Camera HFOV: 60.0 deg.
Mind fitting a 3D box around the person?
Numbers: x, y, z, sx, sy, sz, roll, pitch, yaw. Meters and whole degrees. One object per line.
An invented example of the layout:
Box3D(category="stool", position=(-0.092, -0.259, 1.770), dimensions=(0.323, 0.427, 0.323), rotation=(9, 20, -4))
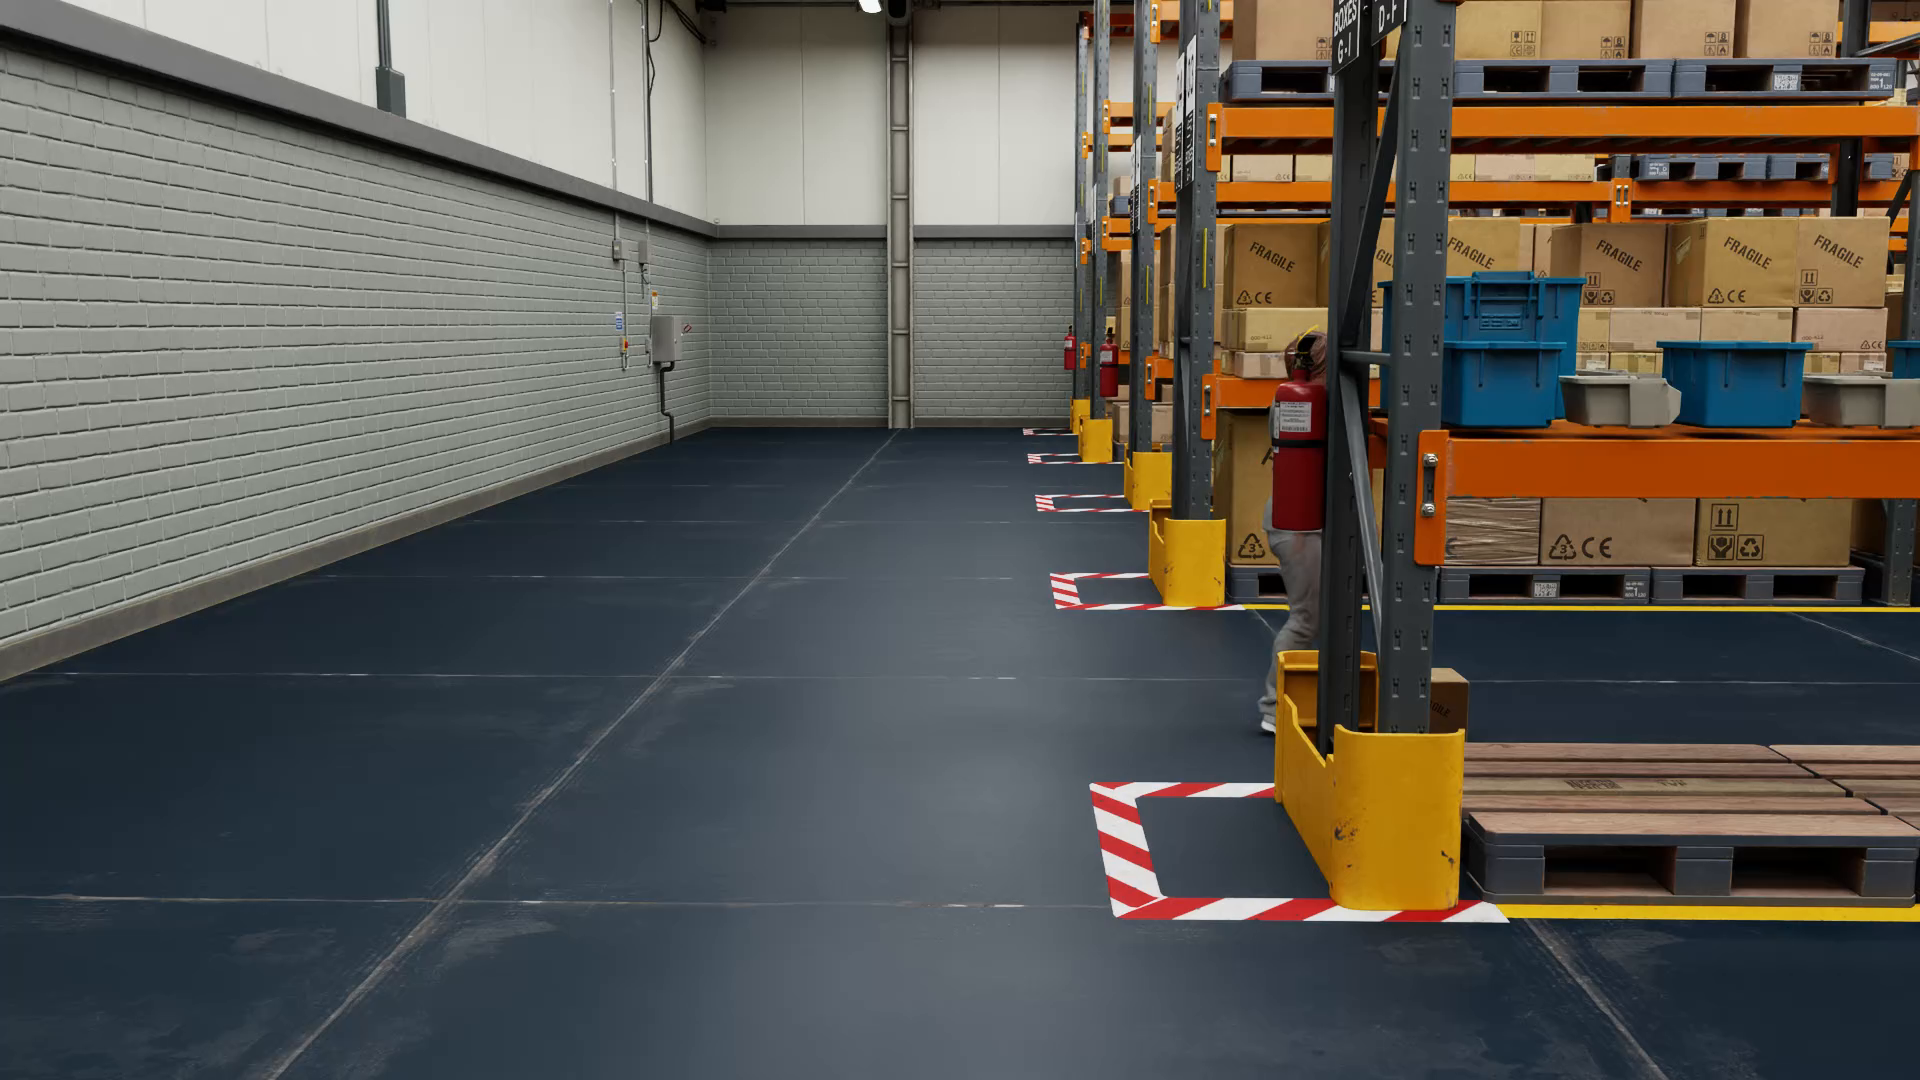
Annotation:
Box3D(category="person", position=(1.356, -0.029, 6.605), dimensions=(0.307, 1.595, 0.409), rotation=(2, 8, 17))
